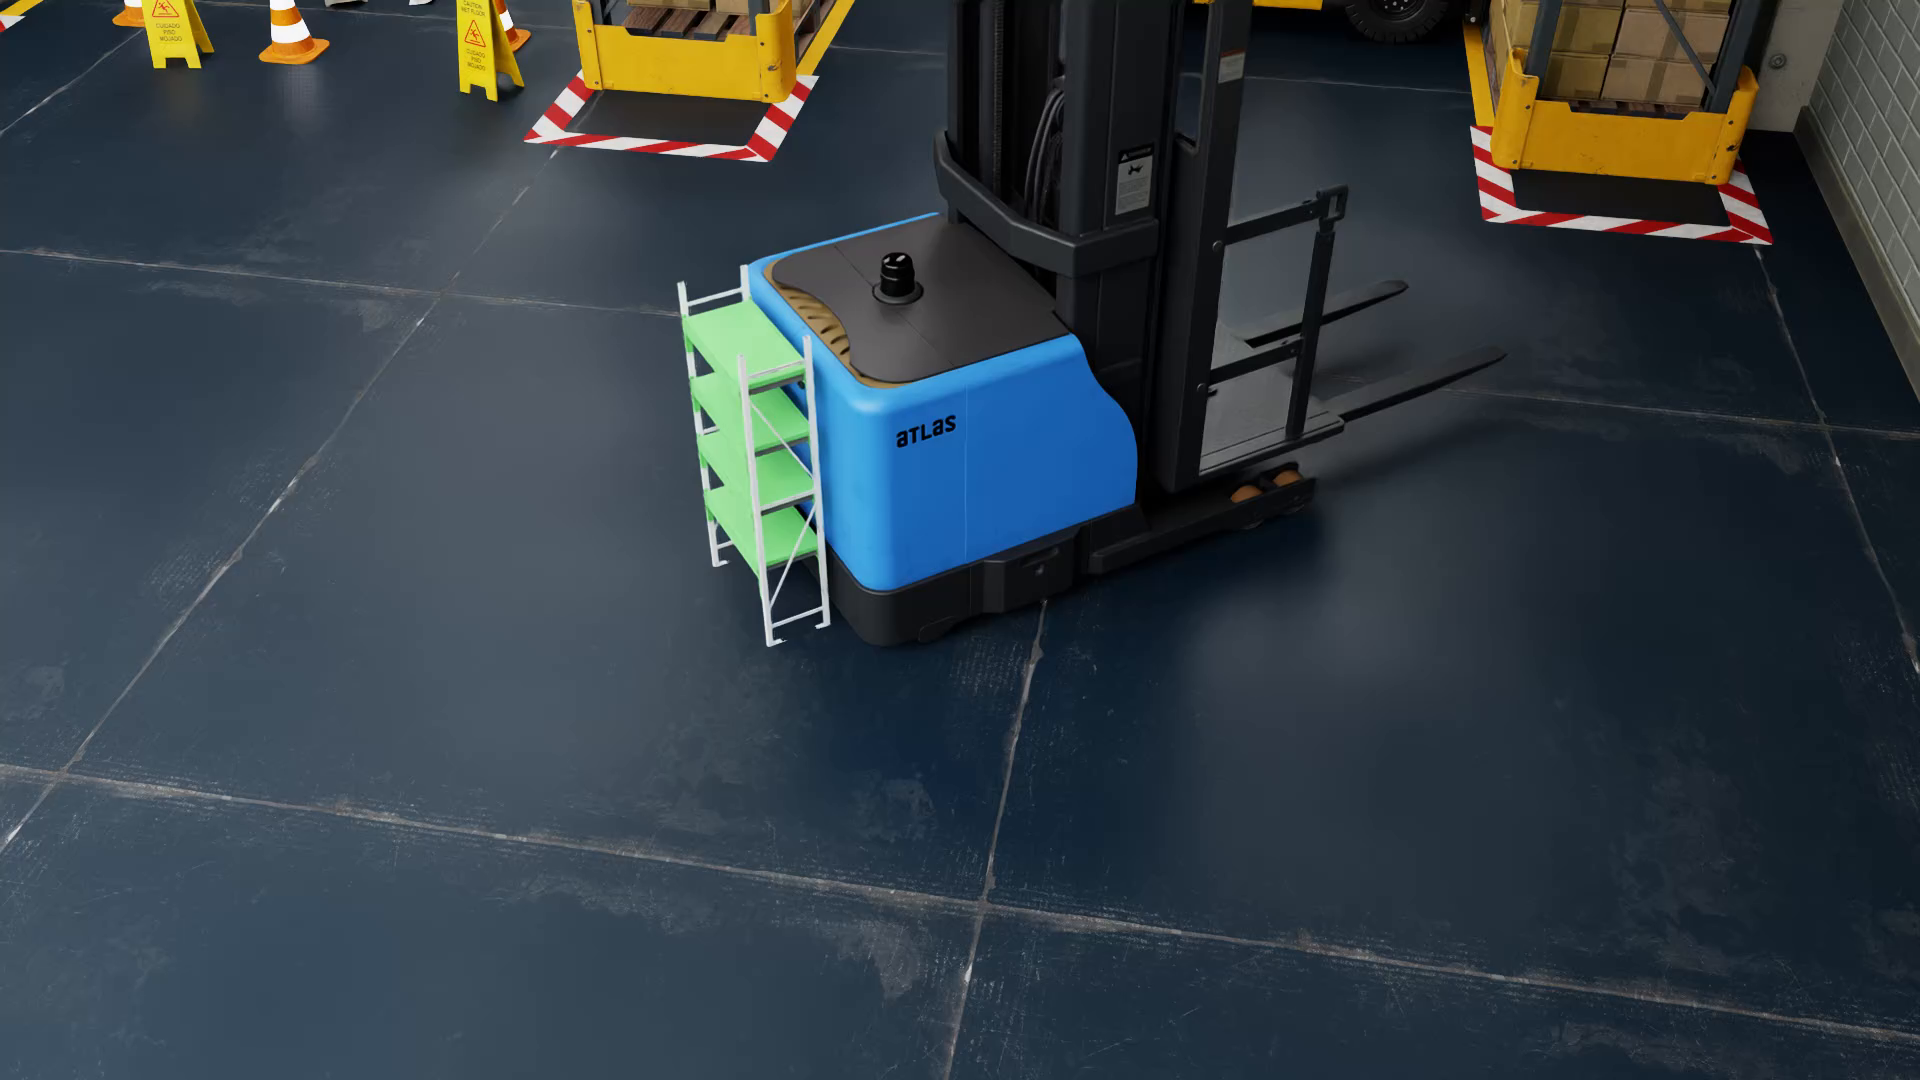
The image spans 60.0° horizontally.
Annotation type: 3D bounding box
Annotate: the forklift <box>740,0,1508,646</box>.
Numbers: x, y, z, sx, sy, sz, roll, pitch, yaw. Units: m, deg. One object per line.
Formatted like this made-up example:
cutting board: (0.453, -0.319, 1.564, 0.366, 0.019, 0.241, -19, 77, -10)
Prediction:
forklift: (0.769, -1.445, 5.698, 3.031, 2.935, 1.130, -20, 43, -22)

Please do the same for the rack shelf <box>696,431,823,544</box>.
rack shelf: (-0.686, -0.216, 5.670, 0.258, 0.148, 0.480, -20, 43, -22)

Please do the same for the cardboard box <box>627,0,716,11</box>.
cardboard box: (-1.649, -3.335, 9.758, 0.500, 0.250, 0.500, 6, 40, 7)

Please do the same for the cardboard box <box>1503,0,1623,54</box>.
cardboard box: (3.138, -2.771, 8.683, 0.500, 0.250, 0.500, 6, 40, 7)

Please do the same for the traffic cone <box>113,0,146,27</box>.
traffic cone: (-4.930, -3.362, 9.954, 0.336, 0.463, 0.334, 6, 40, 8)

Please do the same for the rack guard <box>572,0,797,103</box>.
rack guard: (-1.515, -2.765, 9.202, 1.175, 0.500, 0.348, 6, 40, 8)

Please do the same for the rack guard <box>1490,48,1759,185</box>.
rack guard: (3.358, -2.157, 8.467, 1.175, 0.500, 0.348, 6, 40, 8)

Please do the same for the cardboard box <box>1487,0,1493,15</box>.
cardboard box: (3.323, -3.192, 9.585, 0.500, 0.250, 0.500, 7, 40, 8)

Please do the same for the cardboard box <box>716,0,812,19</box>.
cardboard box: (-1.116, -3.259, 9.666, 0.500, 0.250, 0.500, 6, 40, 7)

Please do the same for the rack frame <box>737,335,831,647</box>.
rack frame: (-0.567, -0.129, 5.465, 0.240, 1.200, 0.015, -20, 43, -22)

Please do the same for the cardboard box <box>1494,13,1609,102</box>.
cardboard box: (3.132, -2.568, 8.830, 0.500, 0.250, 0.500, 7, 40, 8)

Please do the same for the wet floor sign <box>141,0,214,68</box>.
wet floor sign: (-4.475, -3.019, 9.396, 0.267, 0.644, 0.232, 0, 40, 0)

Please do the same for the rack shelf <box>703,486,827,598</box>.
rack shelf: (-0.686, -0.031, 5.823, 0.258, 0.148, 0.480, -20, 43, -22)

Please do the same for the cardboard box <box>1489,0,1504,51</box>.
cardboard box: (3.227, -2.879, 9.206, 0.500, 0.250, 0.500, 6, 40, 8)

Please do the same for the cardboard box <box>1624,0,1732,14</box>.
cardboard box: (3.631, -2.904, 8.452, 0.500, 0.250, 0.500, 6, 40, 7)

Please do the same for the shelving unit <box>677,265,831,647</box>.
shelving unit: (-0.686, -0.265, 5.629, 0.258, 1.200, 0.503, -20, 43, -22)

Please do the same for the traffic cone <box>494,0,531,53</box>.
traffic cone: (-2.724, -3.115, 9.655, 0.336, 0.463, 0.334, 6, 40, 8)

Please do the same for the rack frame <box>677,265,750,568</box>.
rack frame: (-0.804, -0.401, 5.793, 0.240, 1.200, 0.015, -20, 43, -22)

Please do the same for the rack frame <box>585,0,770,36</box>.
rack frame: (-1.528, -3.681, 8.348, 1.000, 3.000, 0.127, 6, 40, 8)

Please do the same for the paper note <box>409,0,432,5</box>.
paper note: (-3.325, -3.349, 10.277, 0.148, 0.019, 0.142, -6, 40, -8)

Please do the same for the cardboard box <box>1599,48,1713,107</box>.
cardboard box: (3.639, -2.525, 8.778, 0.500, 0.250, 0.500, 7, 40, 8)

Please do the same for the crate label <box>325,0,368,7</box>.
crate label: (-3.801, -3.399, 10.254, 0.250, 0.136, 0.298, -13, 41, -15)

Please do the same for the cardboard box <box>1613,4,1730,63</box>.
cardboard box: (3.648, -2.703, 8.601, 0.500, 0.250, 0.500, 7, 40, 8)

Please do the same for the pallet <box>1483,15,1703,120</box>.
pallet: (3.453, -2.546, 9.163, 1.003, 0.211, 1.213, 6, 40, 8)

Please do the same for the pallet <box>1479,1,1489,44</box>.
pallet: (3.666, -3.309, 10.087, 1.003, 0.211, 1.213, 6, 40, 8)

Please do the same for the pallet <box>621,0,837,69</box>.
pallet: (-1.339, -3.160, 9.906, 1.003, 0.211, 1.213, 6, 40, 8)

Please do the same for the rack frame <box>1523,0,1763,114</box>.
rack frame: (3.362, -3.136, 7.689, 1.000, 3.000, 0.127, 6, 40, 8)

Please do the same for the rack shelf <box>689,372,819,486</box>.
rack shelf: (-0.686, -0.401, 5.517, 0.258, 0.148, 0.480, -20, 43, -22)

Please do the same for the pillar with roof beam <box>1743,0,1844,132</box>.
pillar with roof beam: (0.130, -6.260, 6.760, 9.100, 9.000, 0.400, 6, 40, 8)

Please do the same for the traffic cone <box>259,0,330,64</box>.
traffic cone: (-3.876, -3.024, 9.545, 0.336, 0.463, 0.334, 6, 40, 8)

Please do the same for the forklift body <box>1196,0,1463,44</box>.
forklift body: (1.893, -4.200, 9.642, 2.313, 2.155, 1.214, 6, 40, 8)

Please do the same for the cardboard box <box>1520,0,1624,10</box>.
cardboard box: (3.134, -2.947, 8.504, 0.500, 0.250, 0.500, 8, 40, 9)

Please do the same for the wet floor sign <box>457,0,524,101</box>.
wet floor sign: (-2.615, -2.772, 9.097, 0.267, 0.644, 0.232, 20, 44, 23)

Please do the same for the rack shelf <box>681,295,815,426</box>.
rack shelf: (-0.686, -0.586, 5.364, 0.258, 0.148, 0.480, -20, 43, -22)
